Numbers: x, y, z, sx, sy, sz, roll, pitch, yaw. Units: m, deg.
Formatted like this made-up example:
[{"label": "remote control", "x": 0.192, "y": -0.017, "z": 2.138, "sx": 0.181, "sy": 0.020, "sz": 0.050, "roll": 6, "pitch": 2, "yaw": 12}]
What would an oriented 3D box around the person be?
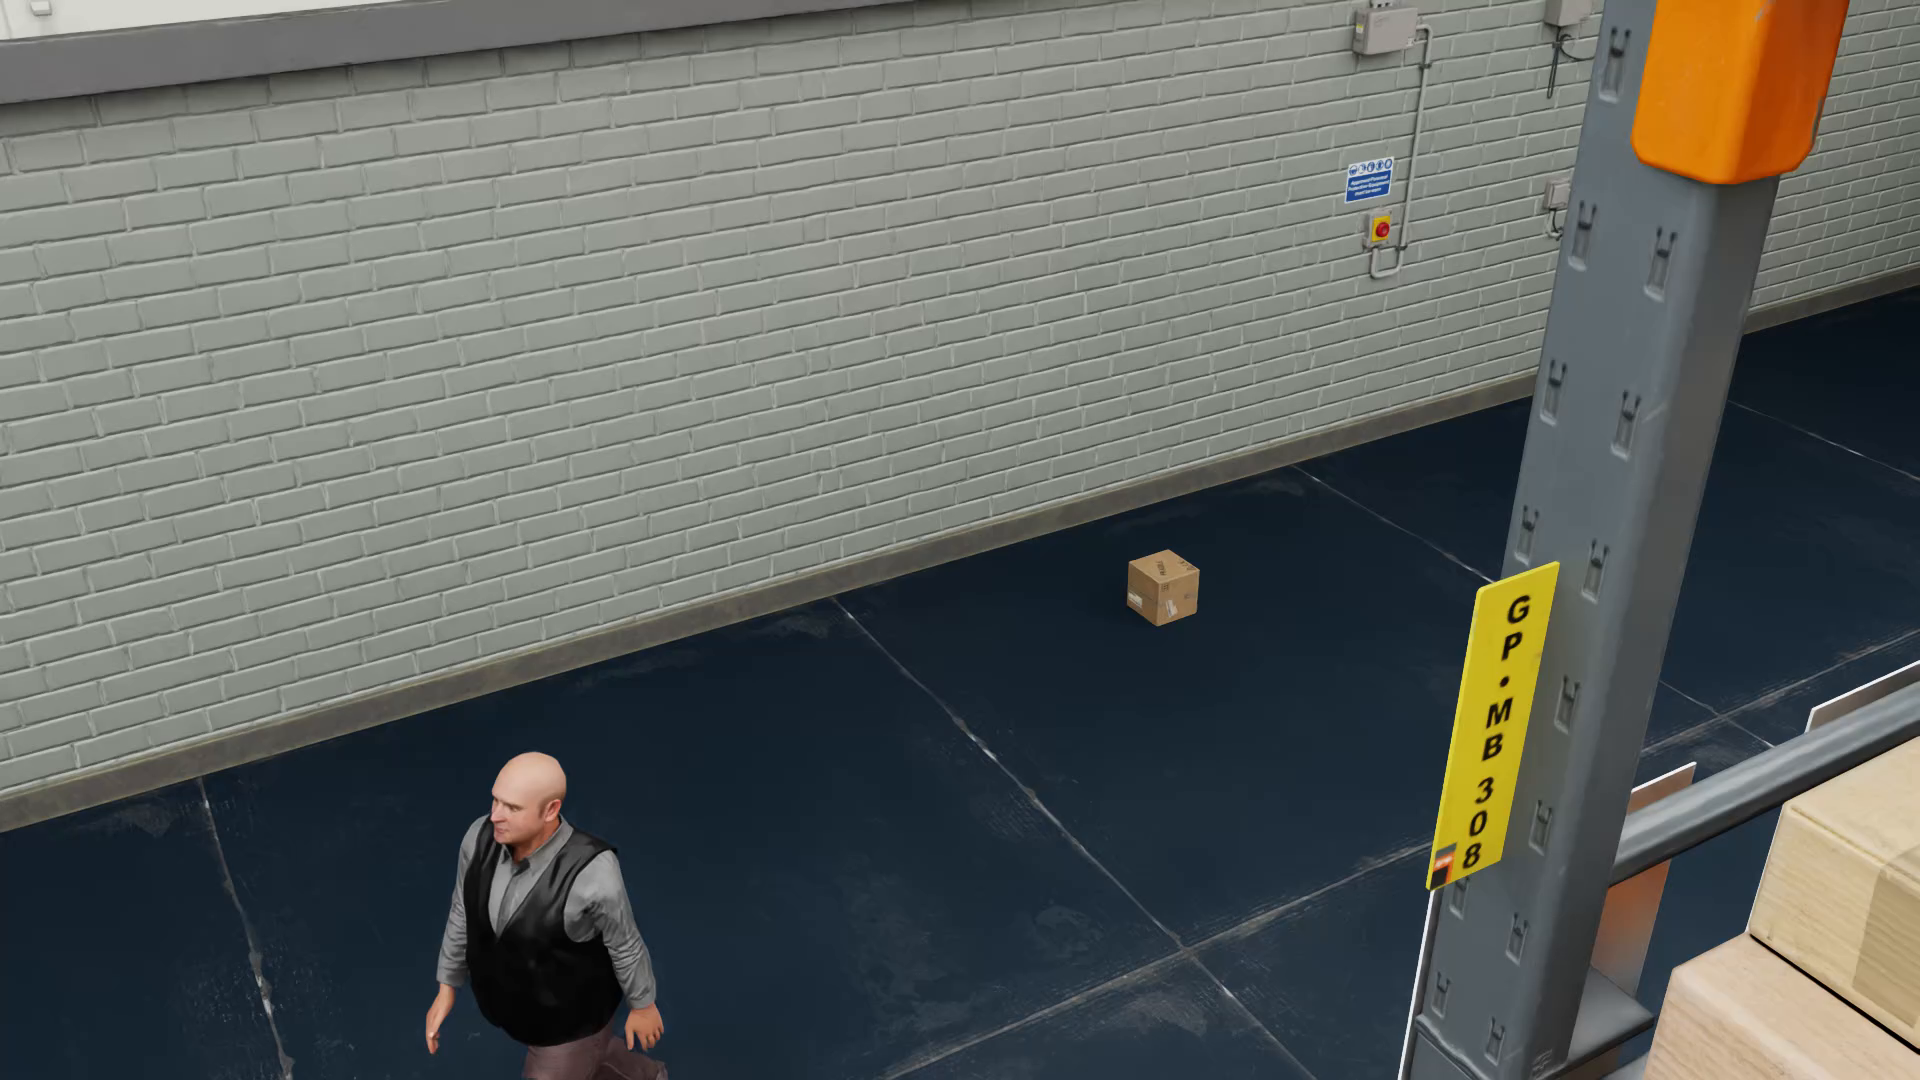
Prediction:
[{"label": "person", "x": -1.215, "y": 1.339, "z": 4.719, "sx": 0.557, "sy": 1.673, "sz": 1.024, "roll": 18, "pitch": 34, "yaw": 30}]
